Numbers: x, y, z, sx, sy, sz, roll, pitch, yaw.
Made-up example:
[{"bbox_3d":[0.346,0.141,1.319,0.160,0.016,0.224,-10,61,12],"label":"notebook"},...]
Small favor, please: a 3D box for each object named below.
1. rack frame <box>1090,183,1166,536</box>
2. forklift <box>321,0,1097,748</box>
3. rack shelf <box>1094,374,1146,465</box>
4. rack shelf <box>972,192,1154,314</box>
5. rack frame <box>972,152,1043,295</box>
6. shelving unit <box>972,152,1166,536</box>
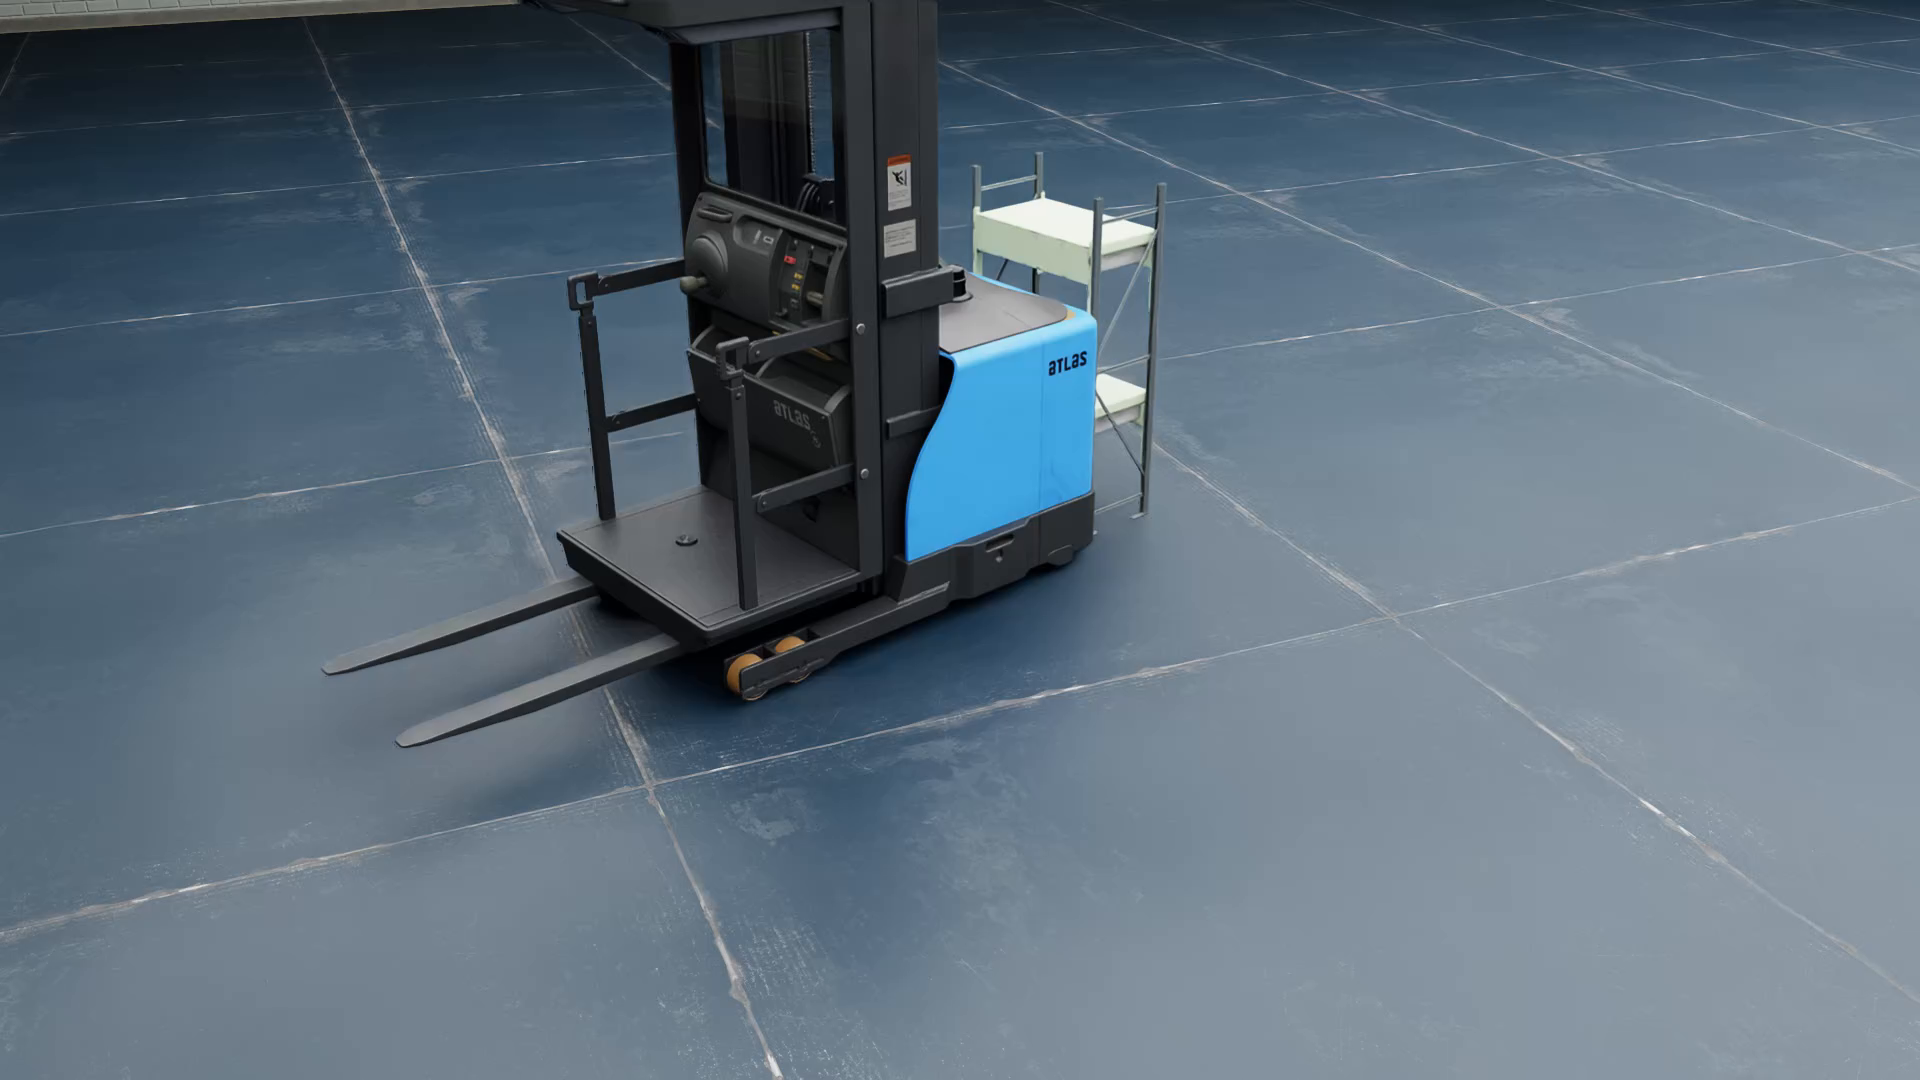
[{"bbox_3d":[0.689,-0.737,7.049,0.400,1.500,0.023,-21,33,-36],"label":"rack frame"},{"bbox_3d":[-0.877,-0.993,5.942,3.031,2.935,1.130,-21,33,-36],"label":"forklift"},{"bbox_3d":[0.449,-0.565,7.441,0.431,0.370,0.720,-21,33,-36],"label":"rack shelf"},{"bbox_3d":[0.449,-1.209,7.127,0.431,0.370,0.720,-21,33,-36],"label":"rack shelf"},{"bbox_3d":[0.209,-0.979,7.546,0.400,1.500,0.023,-21,33,-36],"label":"rack frame"},{"bbox_3d":[0.449,-0.858,7.298,0.431,1.500,0.755,-21,33,-36],"label":"shelving unit"}]
